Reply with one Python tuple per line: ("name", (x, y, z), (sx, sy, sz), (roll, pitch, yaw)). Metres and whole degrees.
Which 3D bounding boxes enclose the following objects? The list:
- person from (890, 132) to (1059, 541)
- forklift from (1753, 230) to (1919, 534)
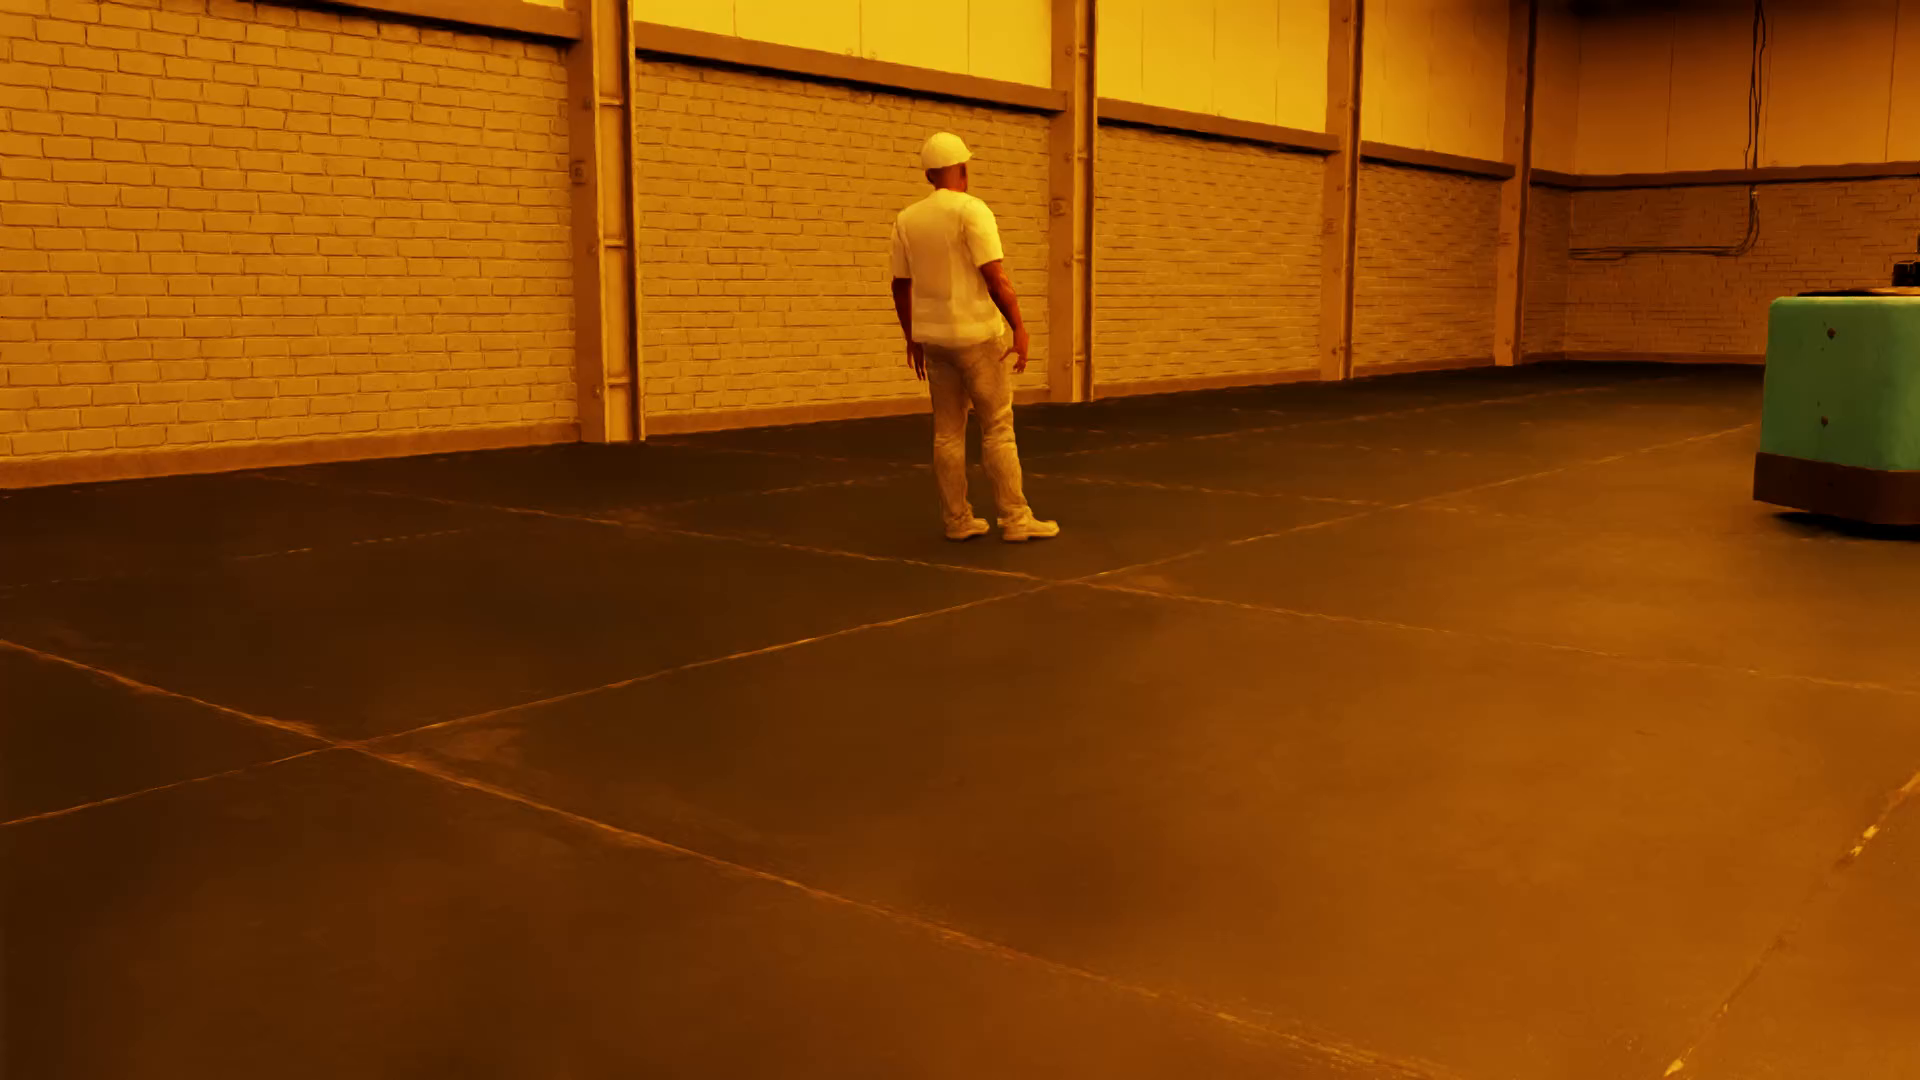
("person", (0.048, -0.888, 7.326), (0.665, 1.766, 0.576), (7, 11, 38))
("forklift", (5.505, -1.542, 7.819), (3.031, 2.935, 1.130), (-1, 8, -7))
